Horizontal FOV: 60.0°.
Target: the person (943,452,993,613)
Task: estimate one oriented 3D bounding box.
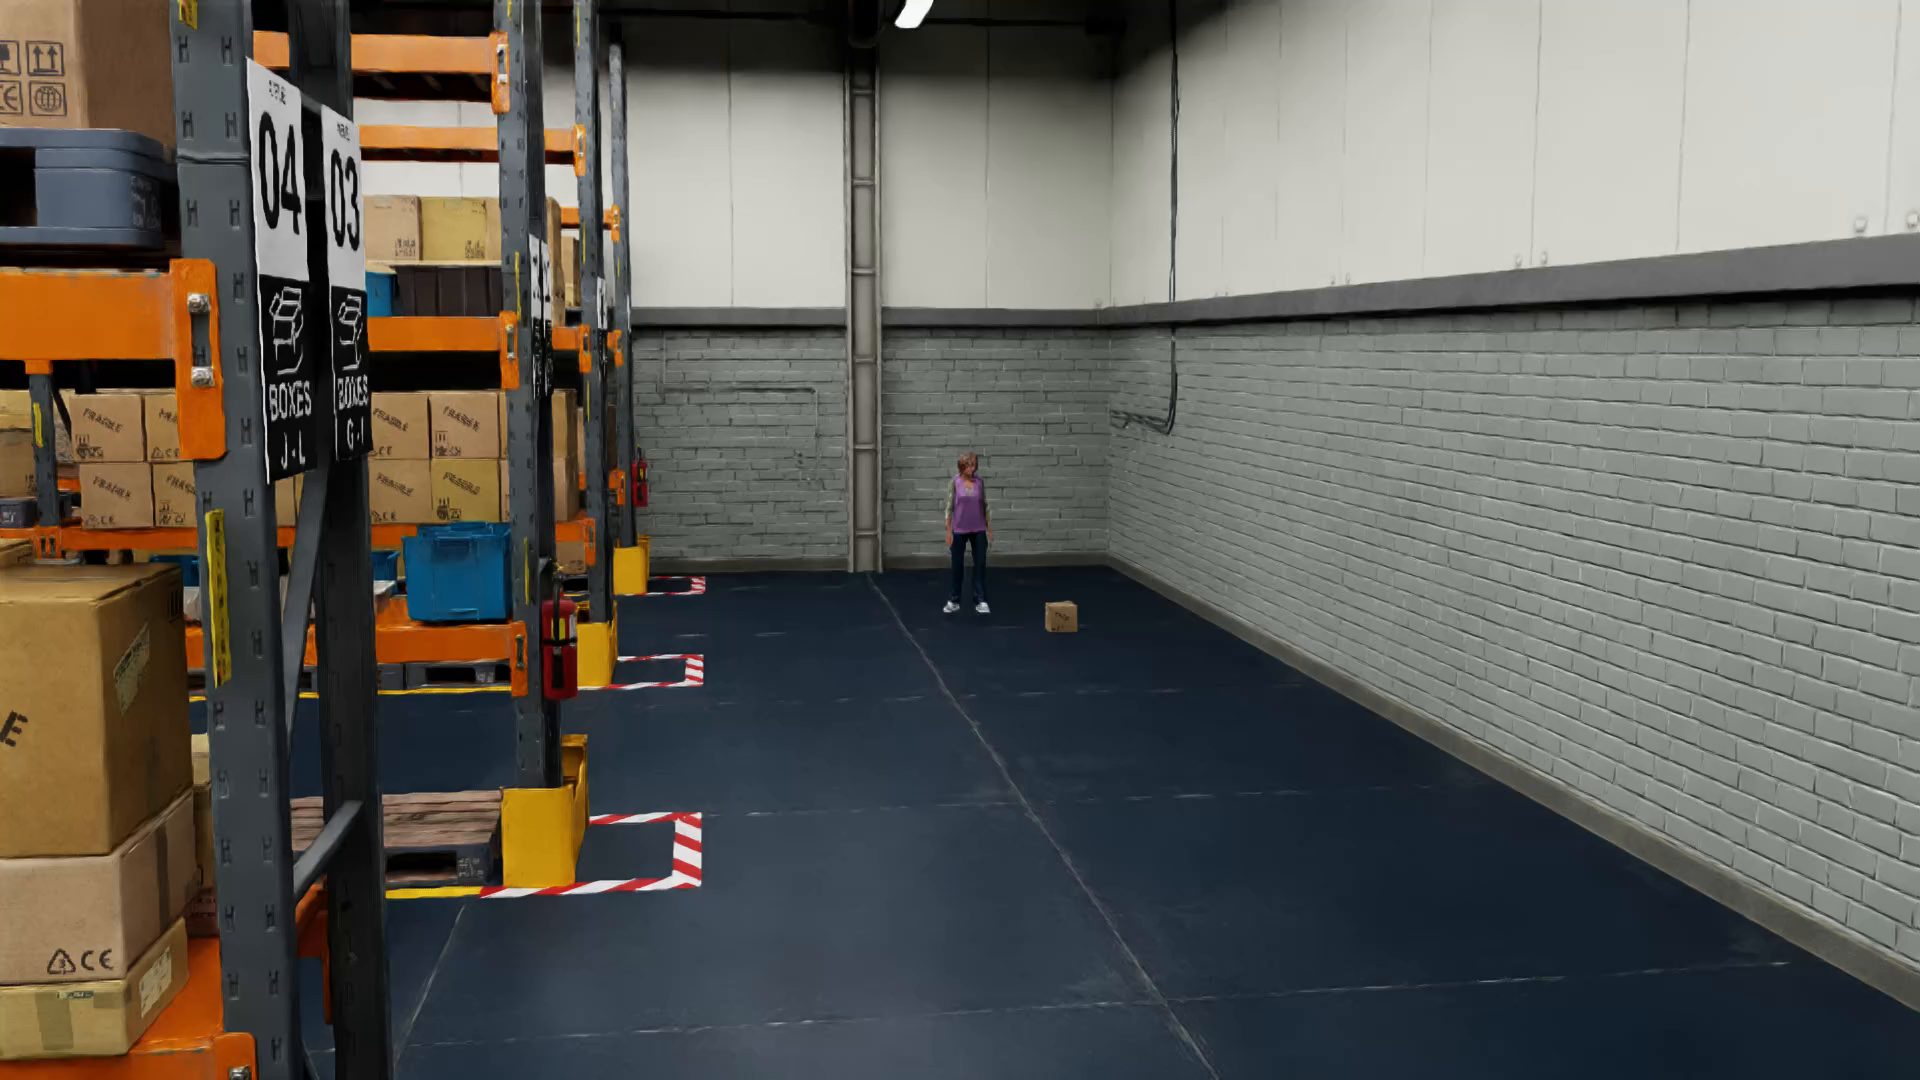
[{"bbox_3d":[0.083,-0.066,16.432,0.511,1.583,0.456,-1,7,-12],"label":"person"}]
